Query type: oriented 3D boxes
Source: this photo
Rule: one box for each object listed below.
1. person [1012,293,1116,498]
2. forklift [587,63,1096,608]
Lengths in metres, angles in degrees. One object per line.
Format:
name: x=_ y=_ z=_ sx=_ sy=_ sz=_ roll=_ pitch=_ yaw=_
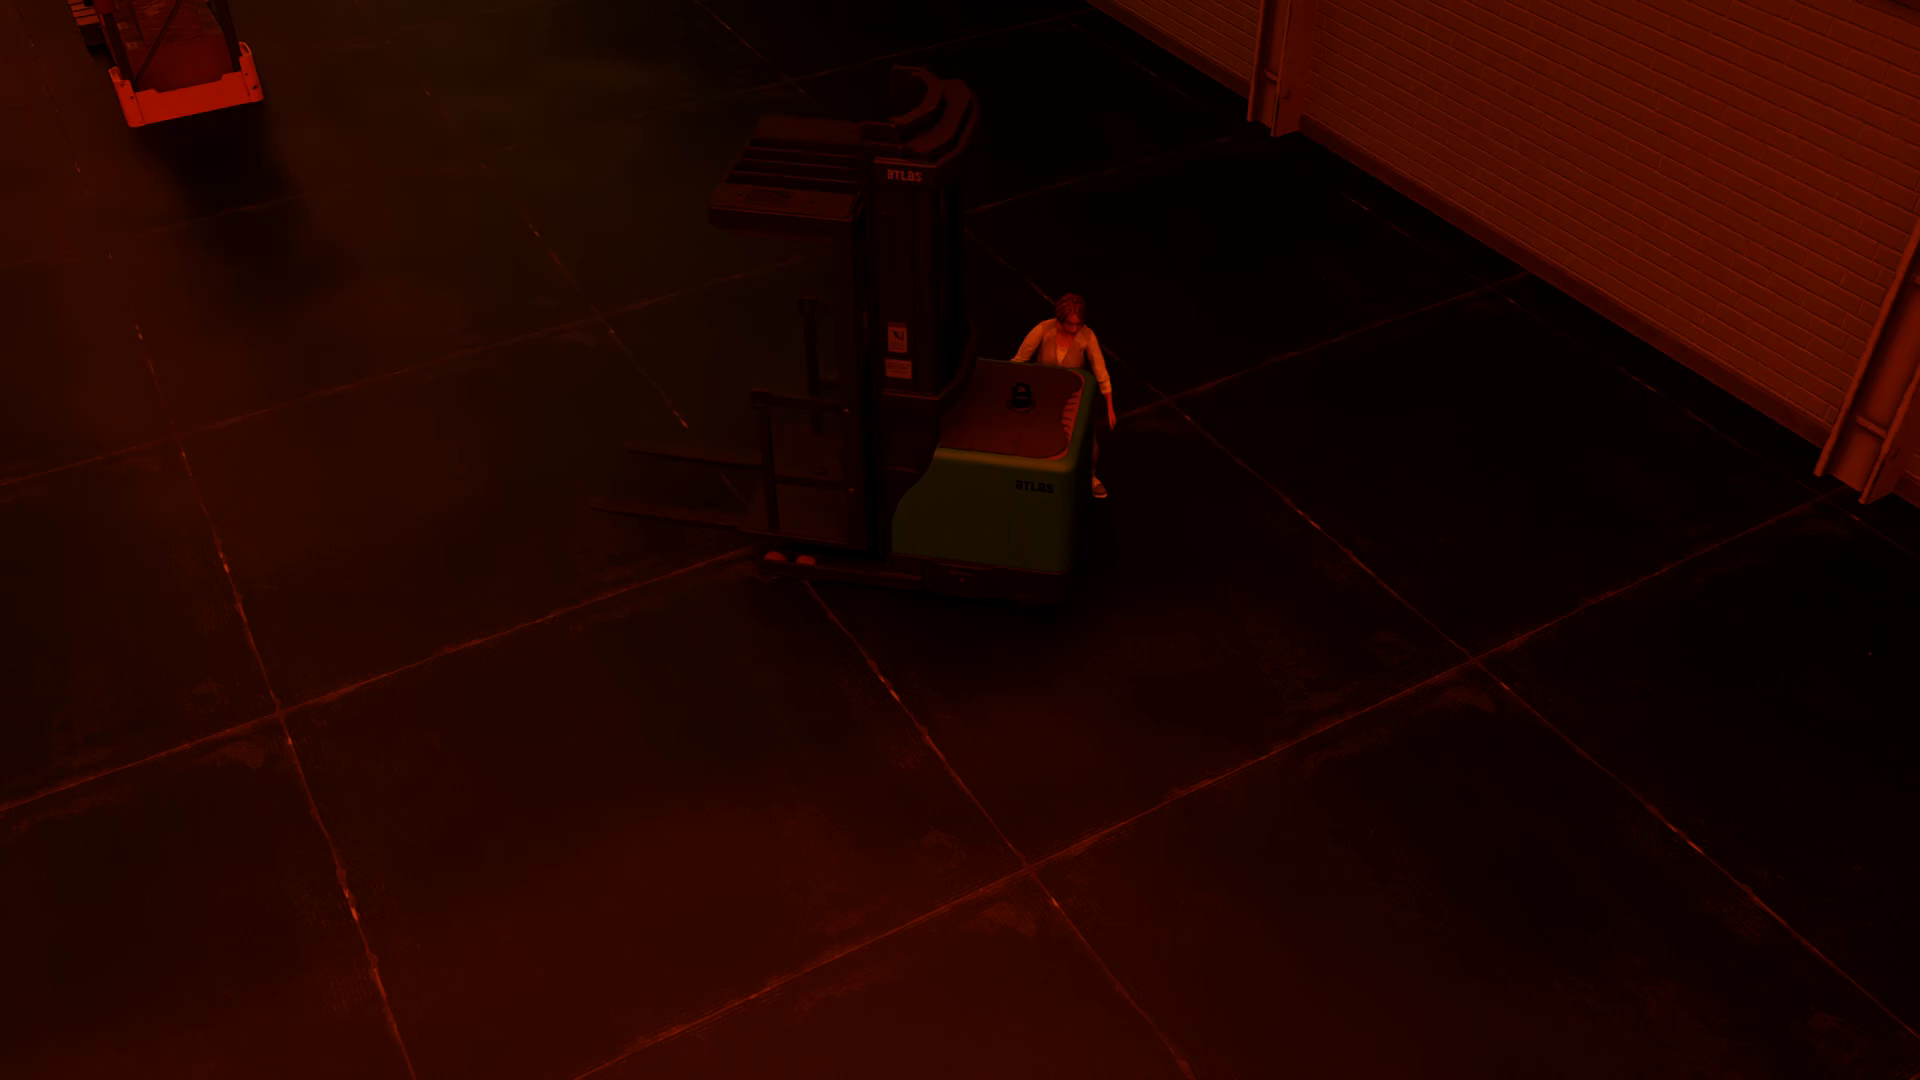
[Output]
person: x=0.585 y=-0.854 z=10.190 sx=0.763 sy=1.515 sz=0.452 roll=6 pitch=40 yaw=7
forklift: x=-0.747 y=-1.194 z=9.475 sx=3.031 sy=2.935 sz=1.130 roll=7 pitch=40 yaw=8
